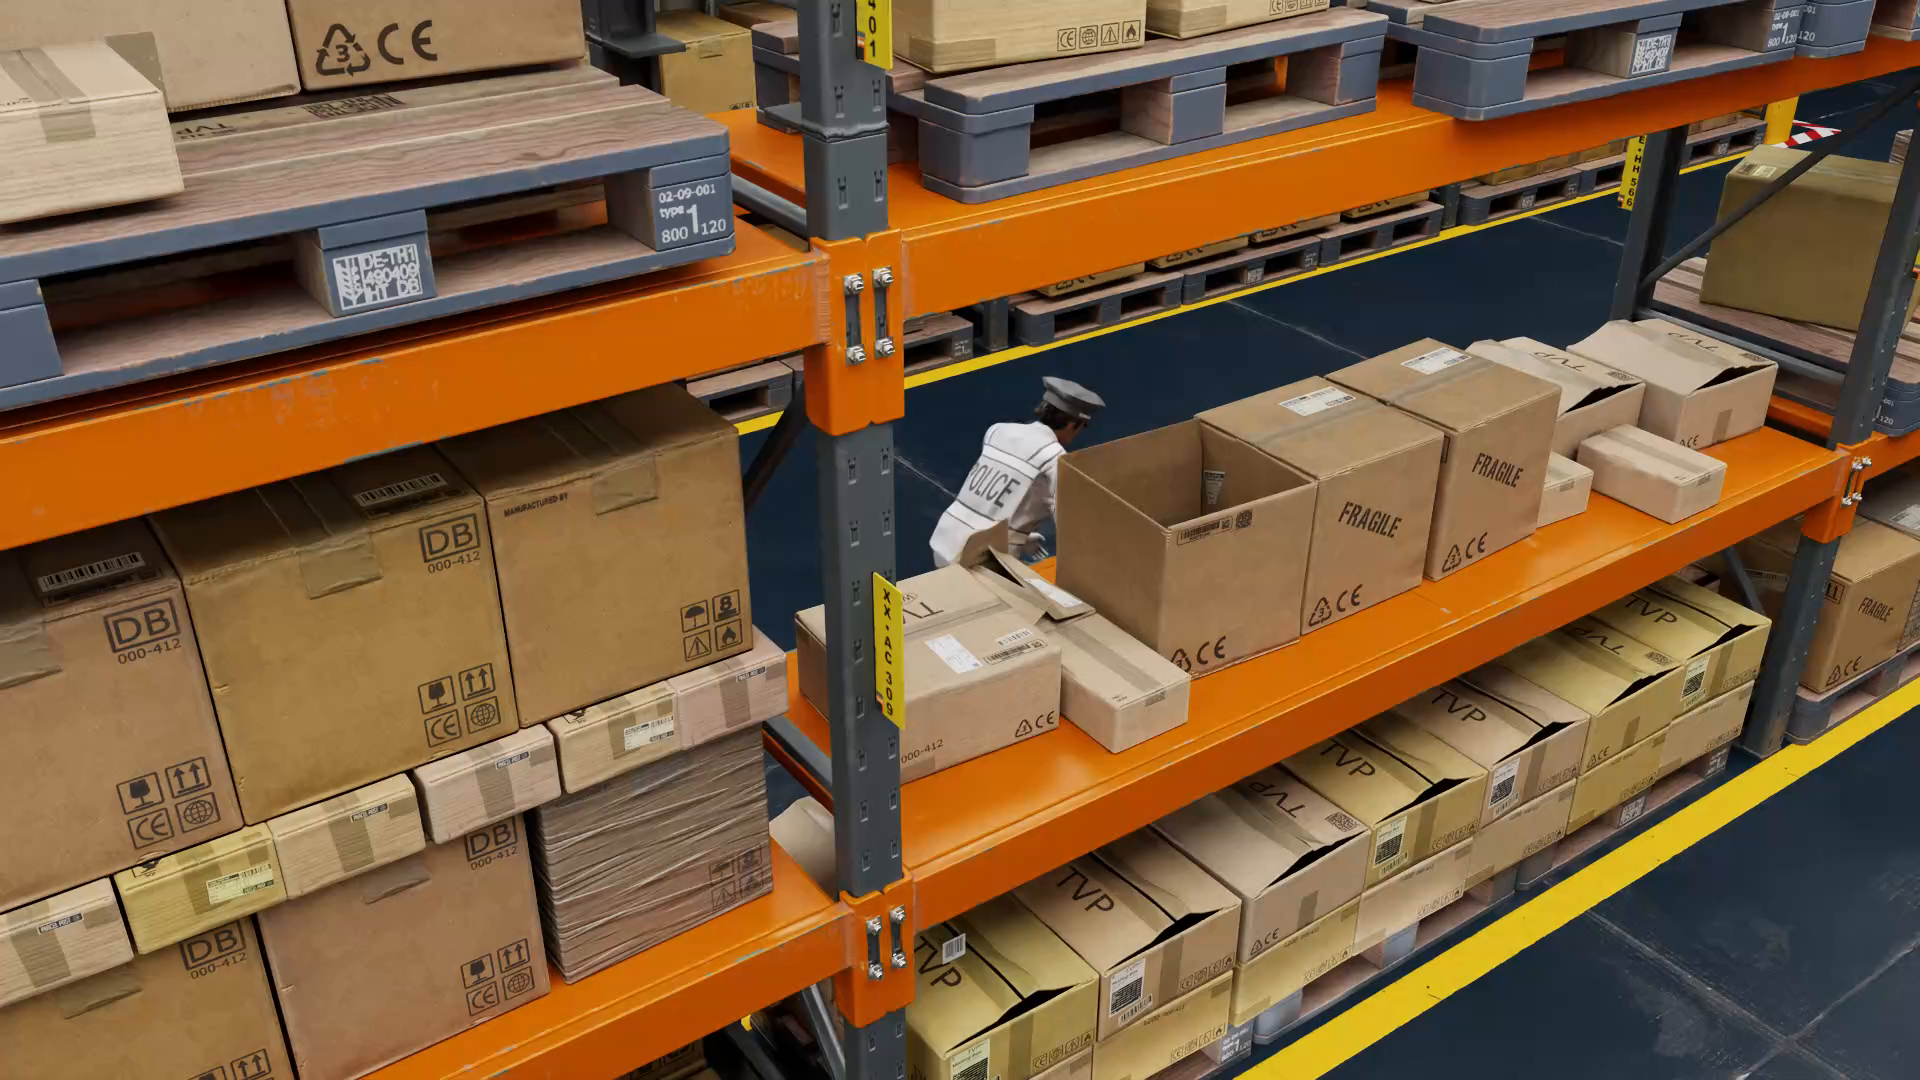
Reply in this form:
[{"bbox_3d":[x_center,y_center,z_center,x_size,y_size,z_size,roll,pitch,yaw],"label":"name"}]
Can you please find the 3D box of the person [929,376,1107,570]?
[{"bbox_3d":[0.224,0.020,6.479,0.749,1.294,0.534,-18,34,-30],"label":"person"}]
